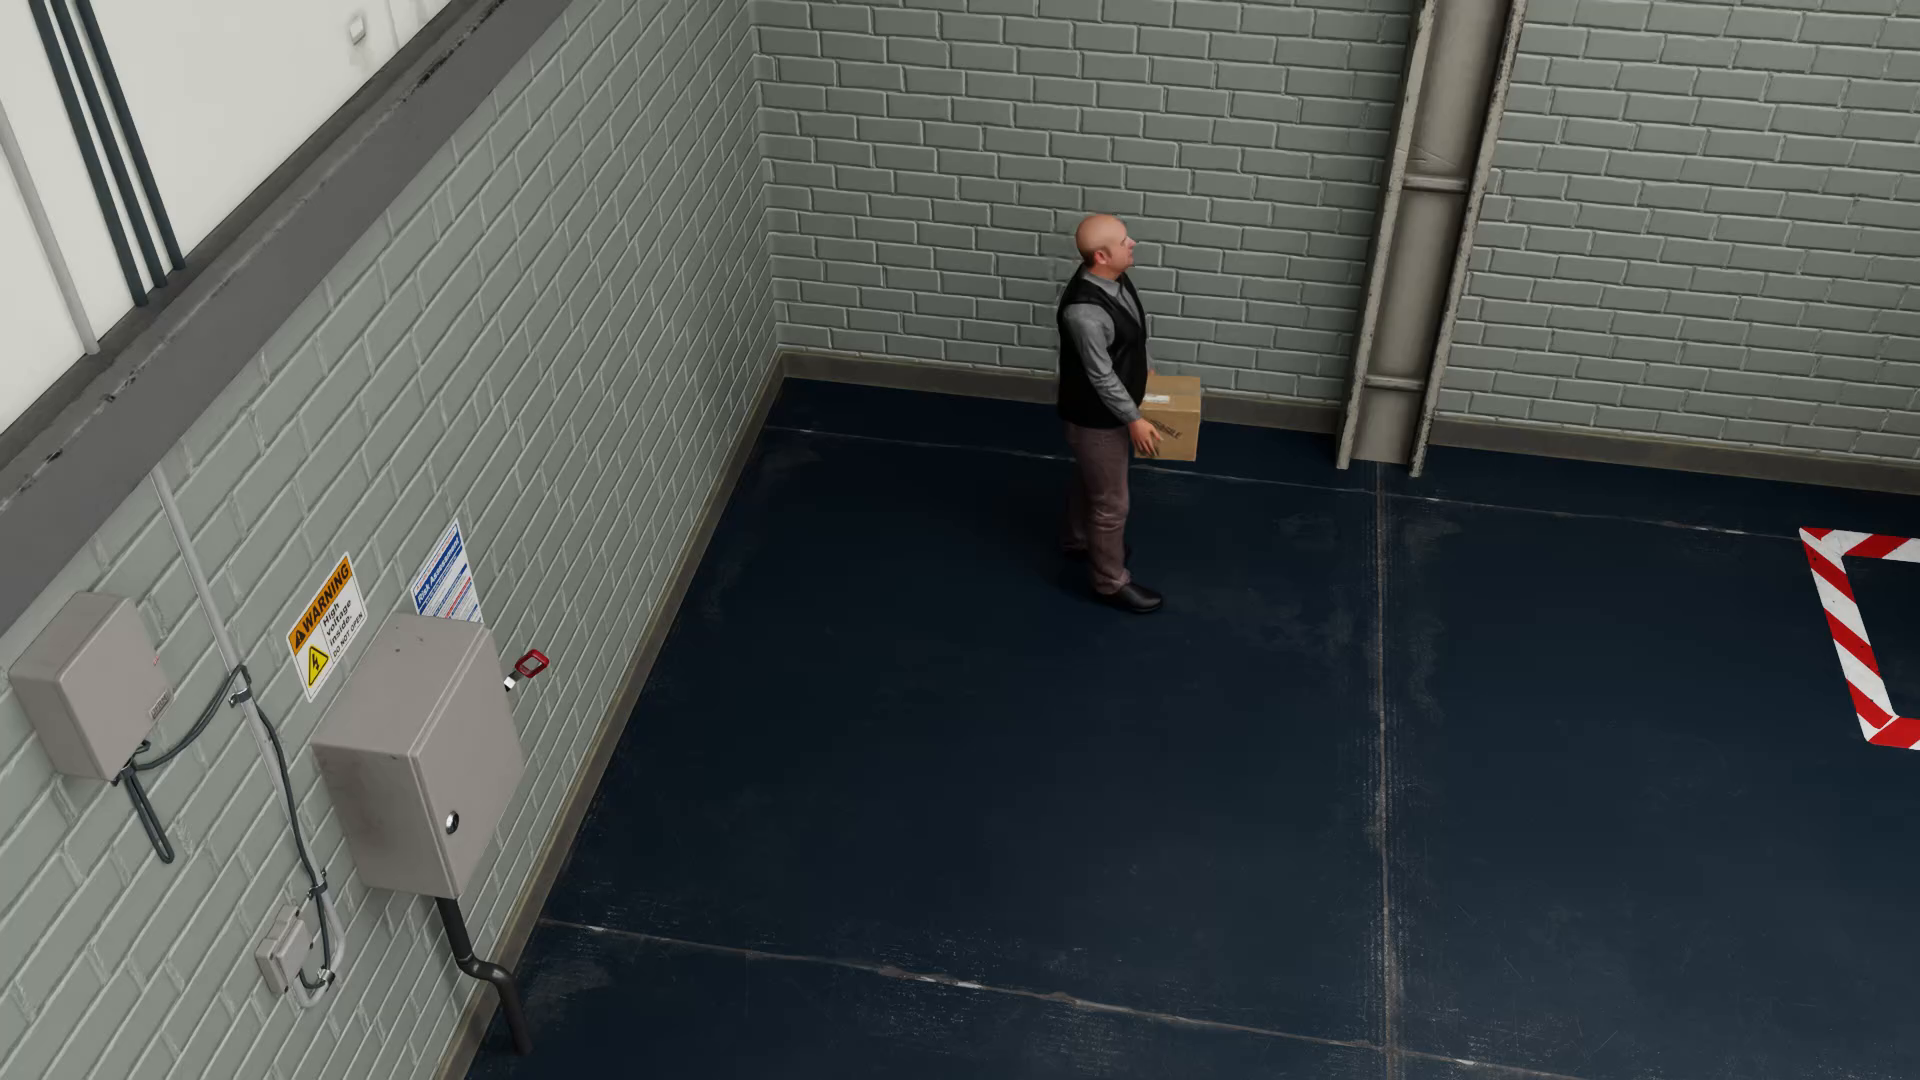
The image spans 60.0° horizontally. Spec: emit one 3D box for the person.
[{"bbox_3d":[0.658,-0.532,6.795,0.537,1.726,0.554,8,41,9],"label":"person"}]
